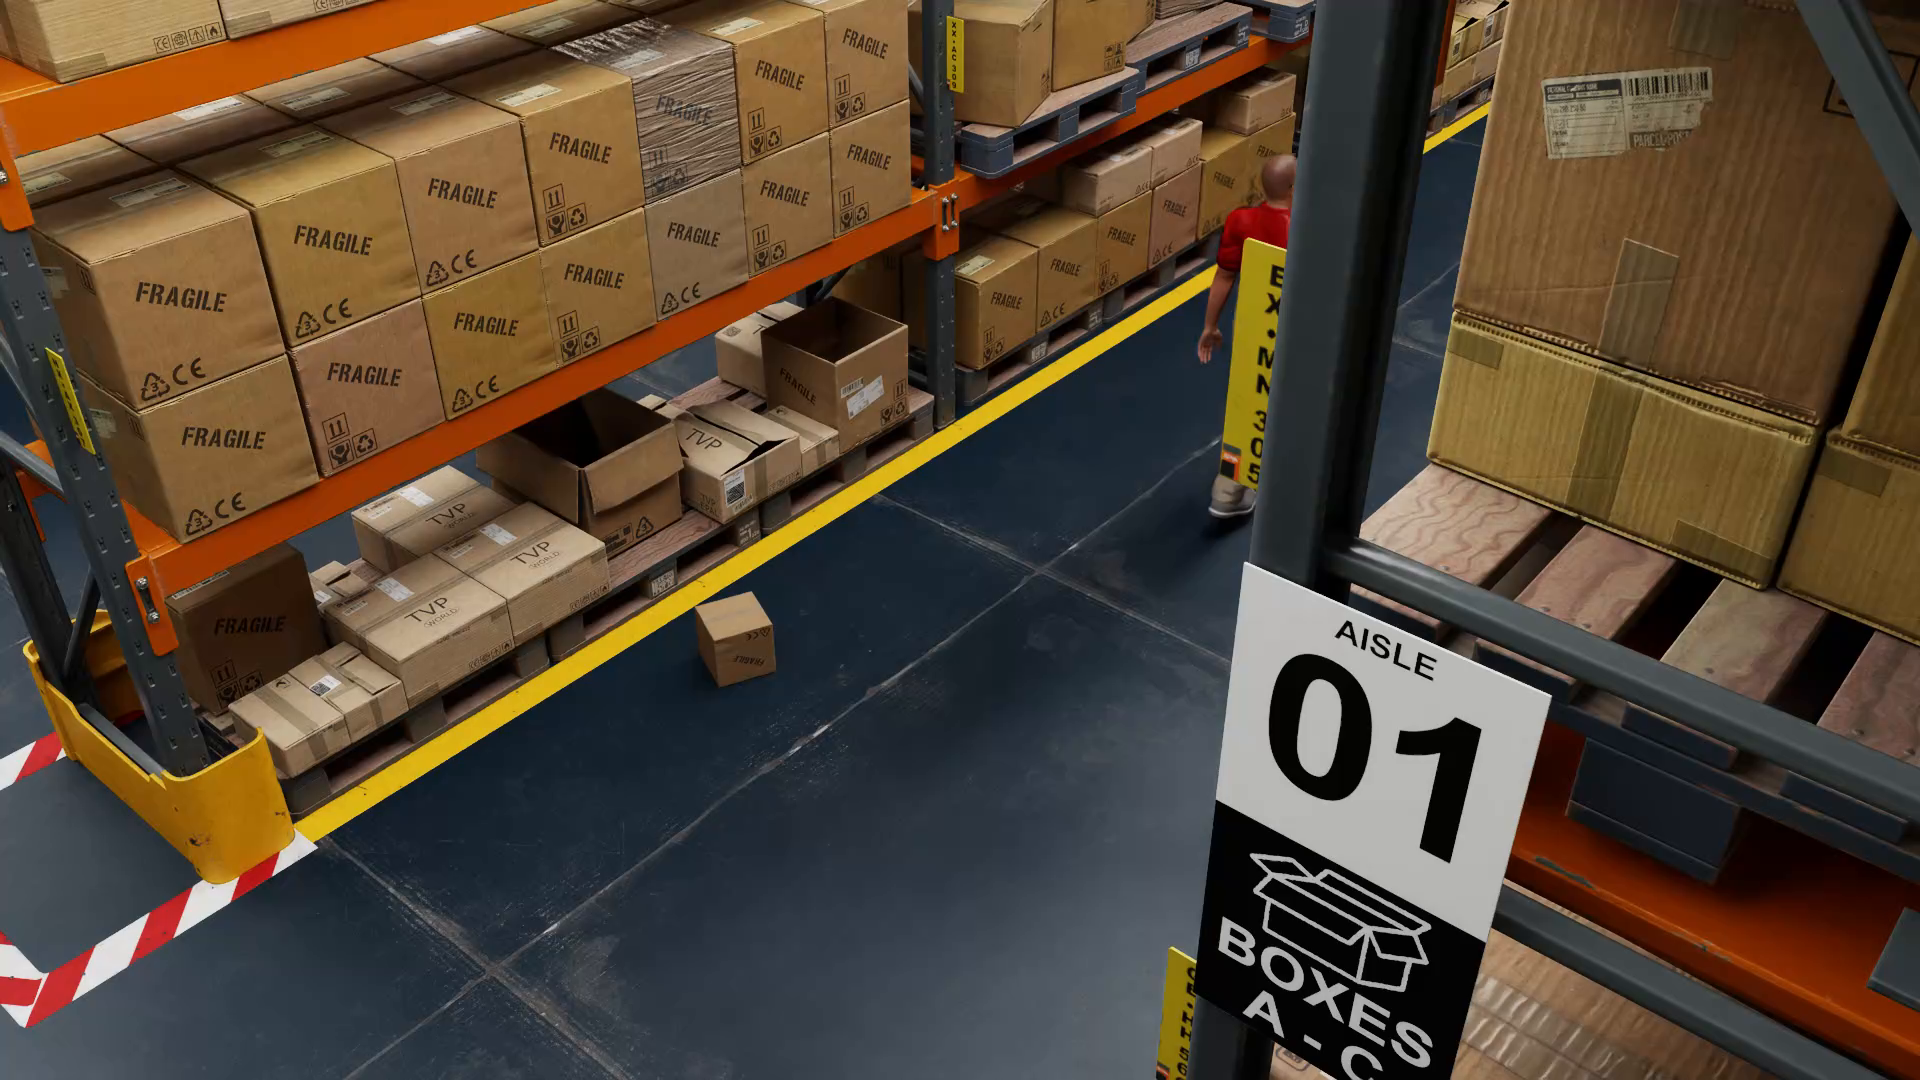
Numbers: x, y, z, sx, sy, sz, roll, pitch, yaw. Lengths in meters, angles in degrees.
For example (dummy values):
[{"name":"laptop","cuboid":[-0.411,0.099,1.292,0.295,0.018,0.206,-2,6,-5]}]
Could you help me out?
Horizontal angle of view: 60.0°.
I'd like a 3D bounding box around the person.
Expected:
[{"name":"person","cuboid":[1.460,-0.969,7.563,1.056,1.671,0.569,-29,44,-35]}]
